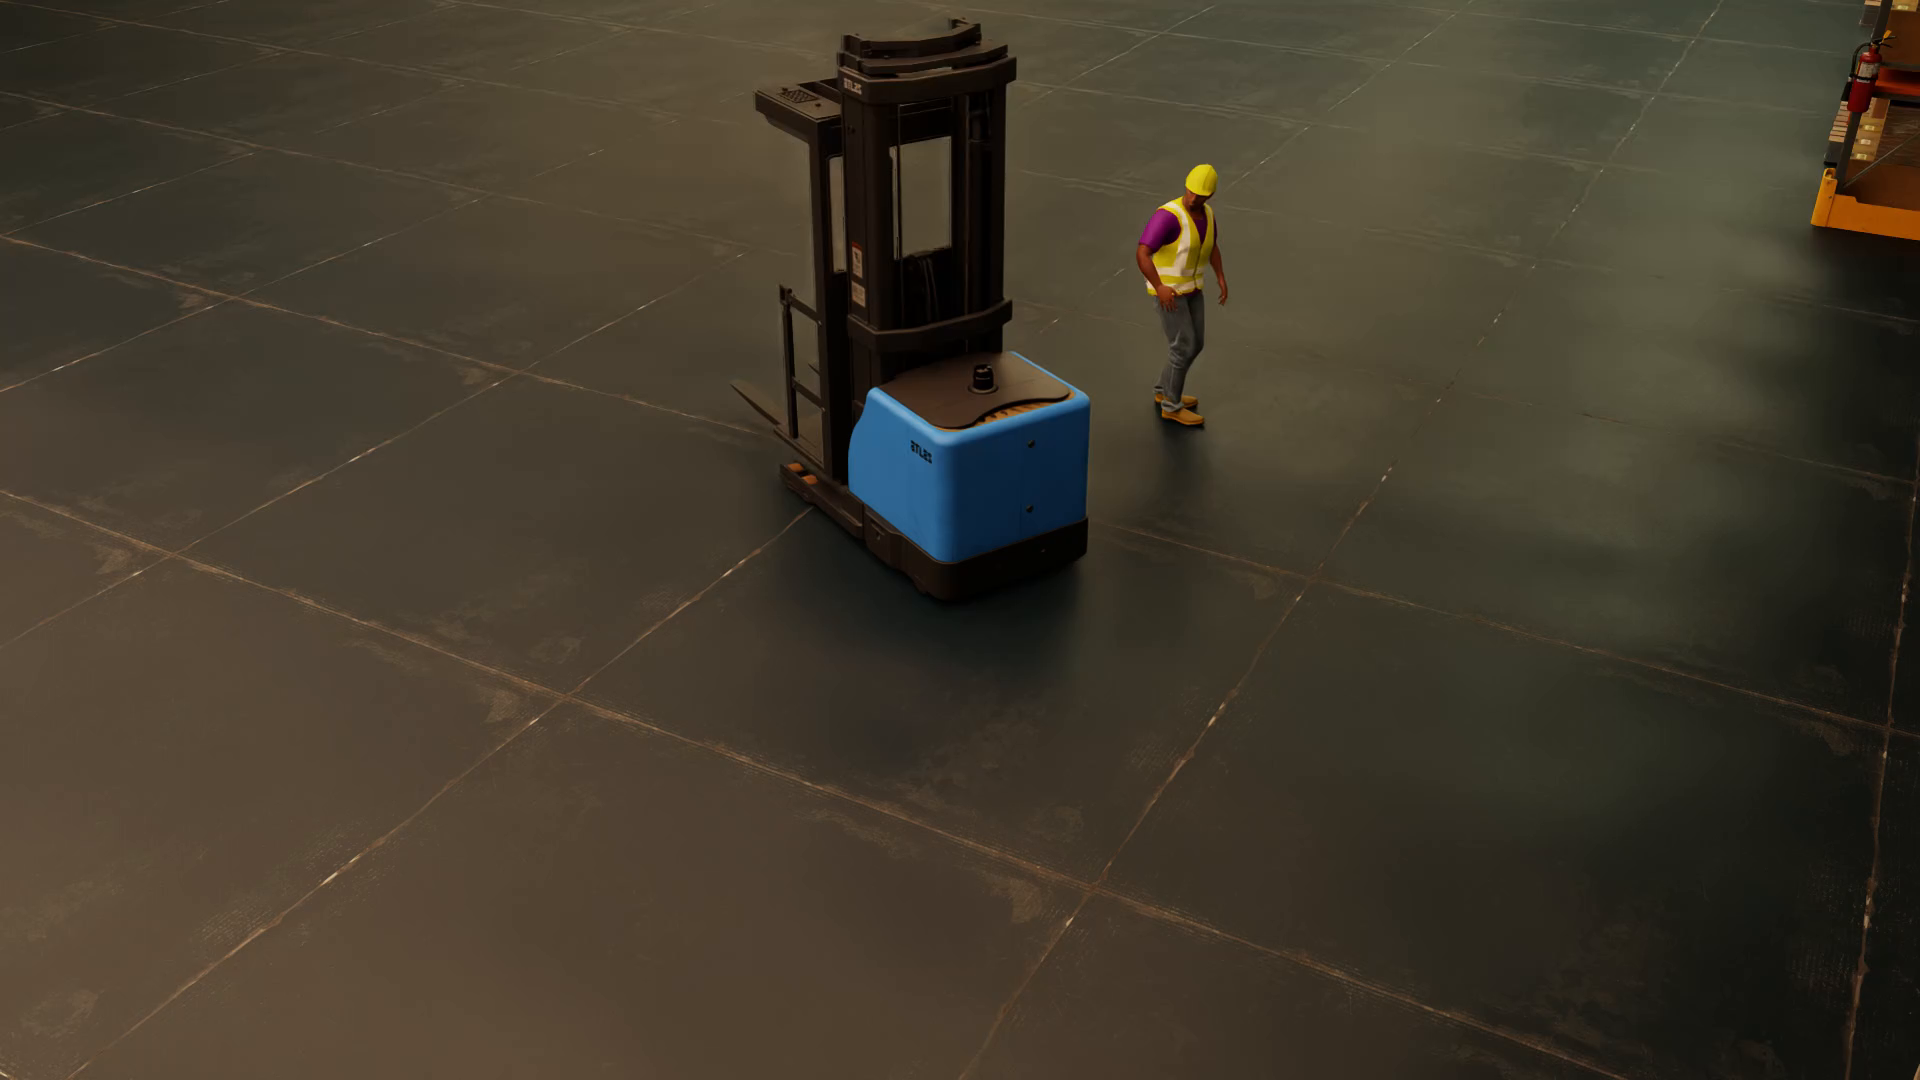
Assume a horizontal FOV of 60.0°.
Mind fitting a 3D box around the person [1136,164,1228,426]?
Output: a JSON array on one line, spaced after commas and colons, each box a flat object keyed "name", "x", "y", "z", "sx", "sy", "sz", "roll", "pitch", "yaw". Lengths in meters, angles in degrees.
[{"name": "person", "x": 1.551, "y": -1.663, "z": 11.153, "sx": 0.511, "sy": 1.734, "sz": 0.777, "roll": 21, "pitch": 36, "yaw": 31}]

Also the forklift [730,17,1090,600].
[{"name": "forklift", "x": -0.480, "y": -1.626, "z": 9.888, "sx": 1.130, "sy": 2.935, "sz": 3.031, "roll": -18, "pitch": 35, "yaw": -28}]
